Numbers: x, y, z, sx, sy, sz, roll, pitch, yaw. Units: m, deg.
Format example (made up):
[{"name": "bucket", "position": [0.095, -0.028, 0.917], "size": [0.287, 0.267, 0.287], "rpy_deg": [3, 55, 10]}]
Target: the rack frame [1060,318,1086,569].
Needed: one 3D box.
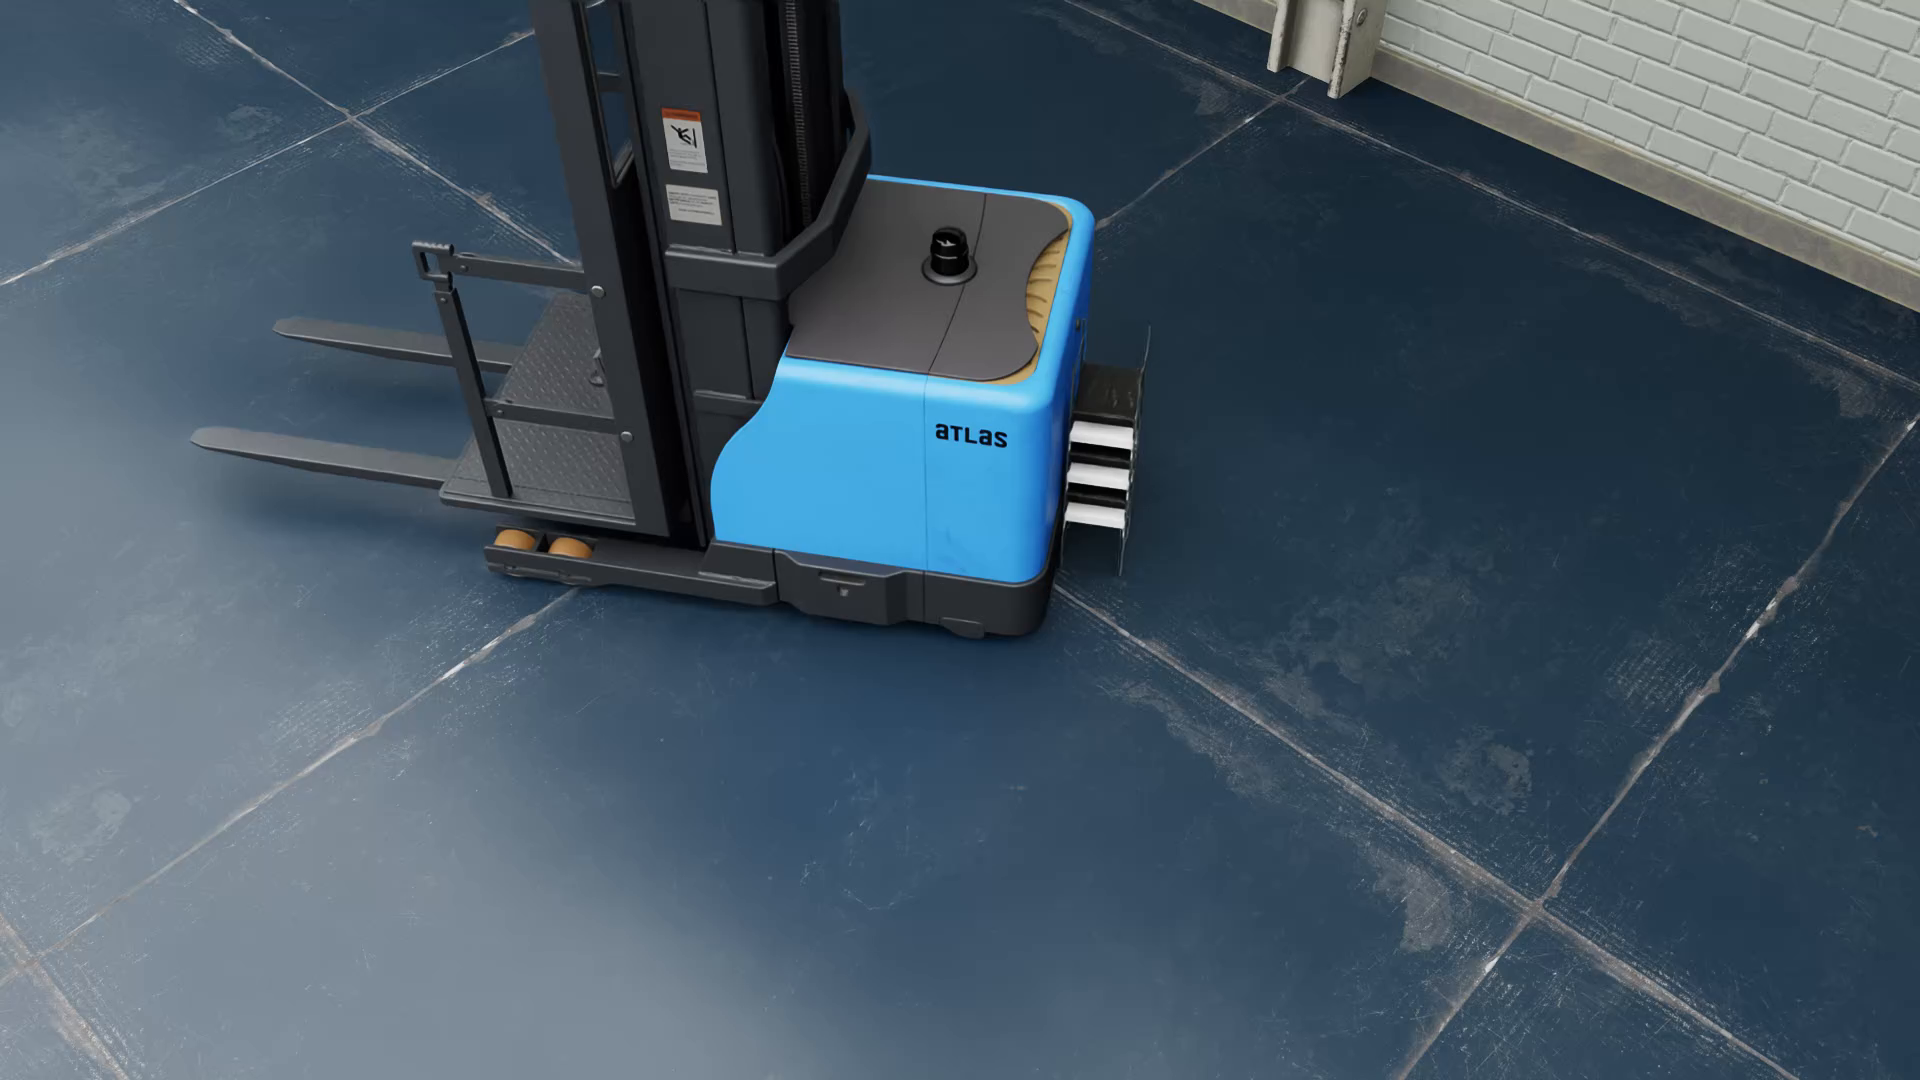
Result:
[{"name": "rack frame", "position": [0.365, -0.297, 5.411], "size": [0.006, 0.900, 0.240], "rpy_deg": [8, 47, 8]}]

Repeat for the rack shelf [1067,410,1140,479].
[{"name": "rack shelf", "position": [0.465, -0.321, 5.356], "size": [0.200, 0.077, 0.258], "rpy_deg": [8, 47, 8]}]

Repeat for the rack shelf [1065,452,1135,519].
[{"name": "rack shelf", "position": [0.465, -0.198, 5.488], "size": [0.200, 0.077, 0.258], "rpy_deg": [8, 47, 8]}]

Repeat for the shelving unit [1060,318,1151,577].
[{"name": "shelving unit", "position": [0.465, -0.282, 5.398], "size": [0.210, 0.900, 0.258], "rpy_deg": [8, 47, 8]}]

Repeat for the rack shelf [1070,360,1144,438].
[{"name": "rack shelf", "position": [0.465, -0.444, 5.225], "size": [0.200, 0.077, 0.258], "rpy_deg": [8, 47, 8]}]

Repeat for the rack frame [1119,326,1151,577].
[{"name": "rack frame", "position": [0.564, -0.268, 5.384], "size": [0.006, 0.900, 0.240], "rpy_deg": [8, 47, 8]}]

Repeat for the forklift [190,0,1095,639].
[{"name": "forklift", "position": [-1.126, -1.221, 4.886], "size": [3.031, 2.935, 1.130], "rpy_deg": [8, 47, 8]}]

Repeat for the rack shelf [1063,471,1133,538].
[{"name": "rack shelf", "position": [0.465, -0.136, 5.553], "size": [0.200, 0.077, 0.258], "rpy_deg": [8, 47, 8]}]

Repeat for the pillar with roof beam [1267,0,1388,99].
[{"name": "pillar with roof beam", "position": [-1.226, -2.982, 2.377], "size": [0.400, 9.000, 9.100], "rpy_deg": [34, 55, 28]}]

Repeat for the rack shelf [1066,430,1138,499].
[{"name": "rack shelf", "position": [0.465, -0.259, 5.422], "size": [0.200, 0.077, 0.258], "rpy_deg": [8, 47, 8]}]

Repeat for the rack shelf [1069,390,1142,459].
[{"name": "rack shelf", "position": [0.465, -0.383, 5.291], "size": [0.200, 0.077, 0.258], "rpy_deg": [8, 47, 8]}]
